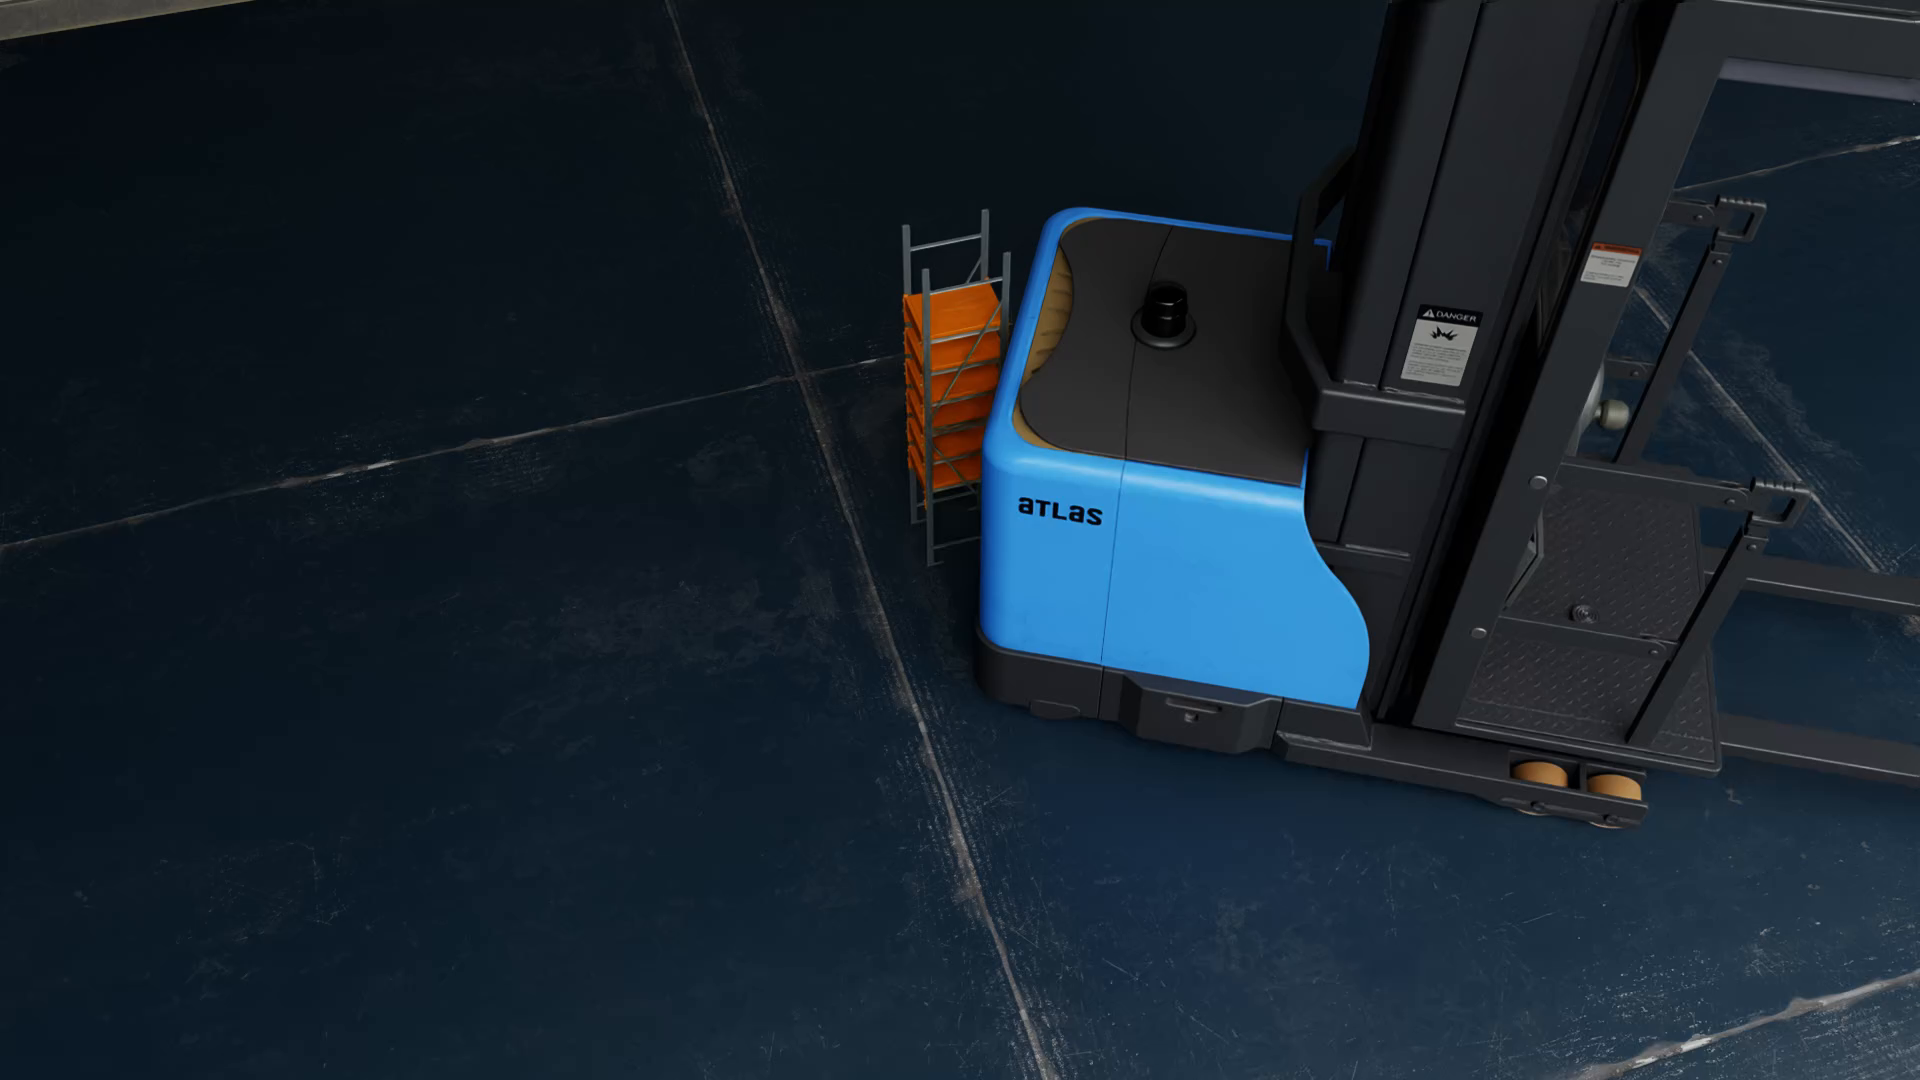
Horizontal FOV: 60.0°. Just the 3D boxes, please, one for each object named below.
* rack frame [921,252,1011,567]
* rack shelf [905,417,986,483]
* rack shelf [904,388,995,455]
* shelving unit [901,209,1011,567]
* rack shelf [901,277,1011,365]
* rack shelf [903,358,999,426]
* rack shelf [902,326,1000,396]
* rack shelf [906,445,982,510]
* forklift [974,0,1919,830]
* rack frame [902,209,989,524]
[{"bbox_3d":[0.015,-0.332,4.745,0.240,1.200,0.006,-13,51,-11],"label":"rack frame"},{"bbox_3d":[-0.013,-0.293,4.927,0.258,0.103,0.180,-13,51,-11],"label":"rack shelf"},{"bbox_3d":[-0.013,-0.370,4.835,0.258,0.103,0.180,-13,51,-11],"label":"rack shelf"},{"bbox_3d":[-0.012,-0.399,4.801,0.258,1.200,0.189,-13,51,-11],"label":"shelving unit"},{"bbox_3d":[-0.012,-0.602,4.560,0.258,0.103,0.180,-13,51,-11],"label":"rack shelf"},{"bbox_3d":[-0.012,-0.448,4.743,0.258,0.103,0.180,-13,51,-11],"label":"rack shelf"},{"bbox_3d":[-0.012,-0.525,4.652,0.258,0.103,0.180,-13,51,-11],"label":"rack shelf"},{"bbox_3d":[-0.013,-0.215,5.018,0.258,0.103,0.180,-13,51,-11],"label":"rack shelf"},{"bbox_3d":[1.611,-0.599,3.838,3.031,2.935,1.130,9,51,8],"label":"forklift"},{"bbox_3d":[-0.040,-0.466,4.857,0.240,1.200,0.006,-13,51,-11],"label":"rack frame"}]
